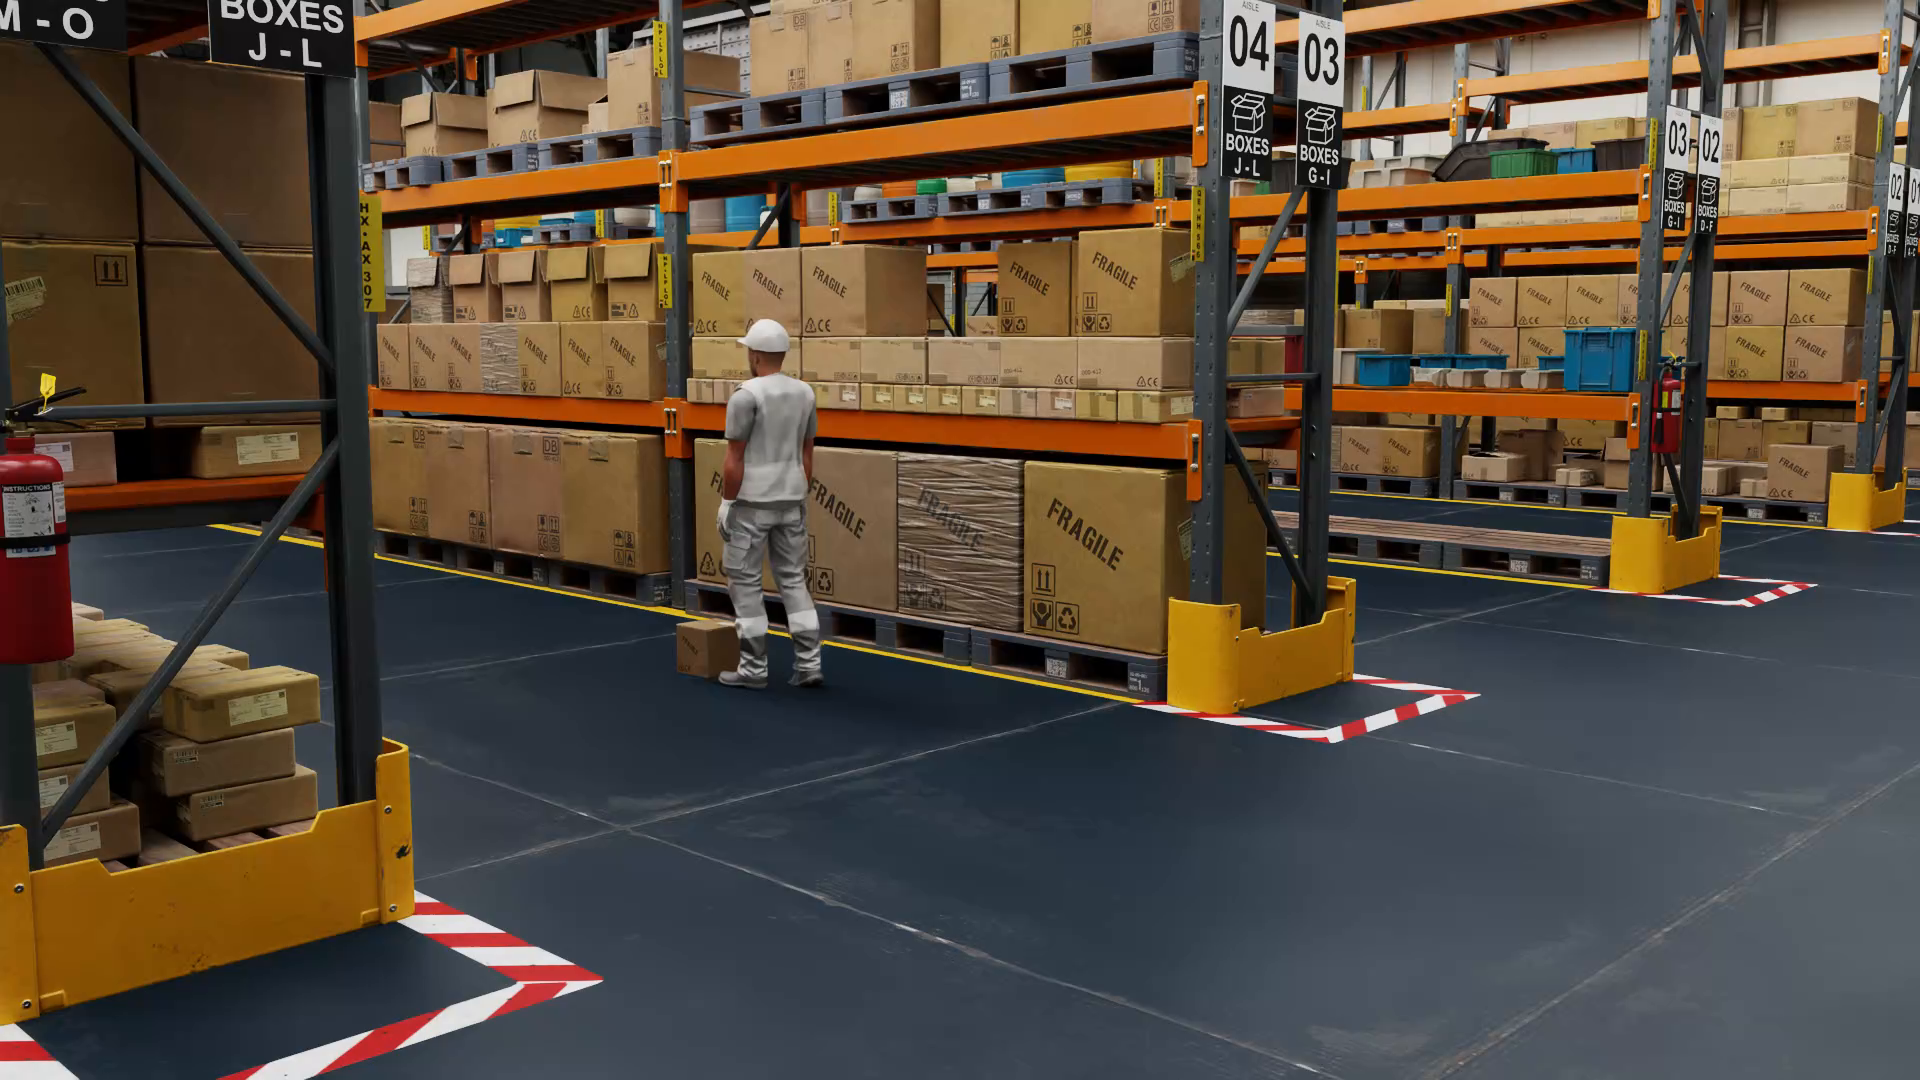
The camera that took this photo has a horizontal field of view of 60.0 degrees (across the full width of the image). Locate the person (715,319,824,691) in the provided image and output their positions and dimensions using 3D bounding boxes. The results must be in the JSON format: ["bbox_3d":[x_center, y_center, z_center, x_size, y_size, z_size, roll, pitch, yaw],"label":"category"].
[{"bbox_3d":[-0.941,-0.131,8.065,0.524,1.866,0.448,-7,10,-45],"label":"person"}]
